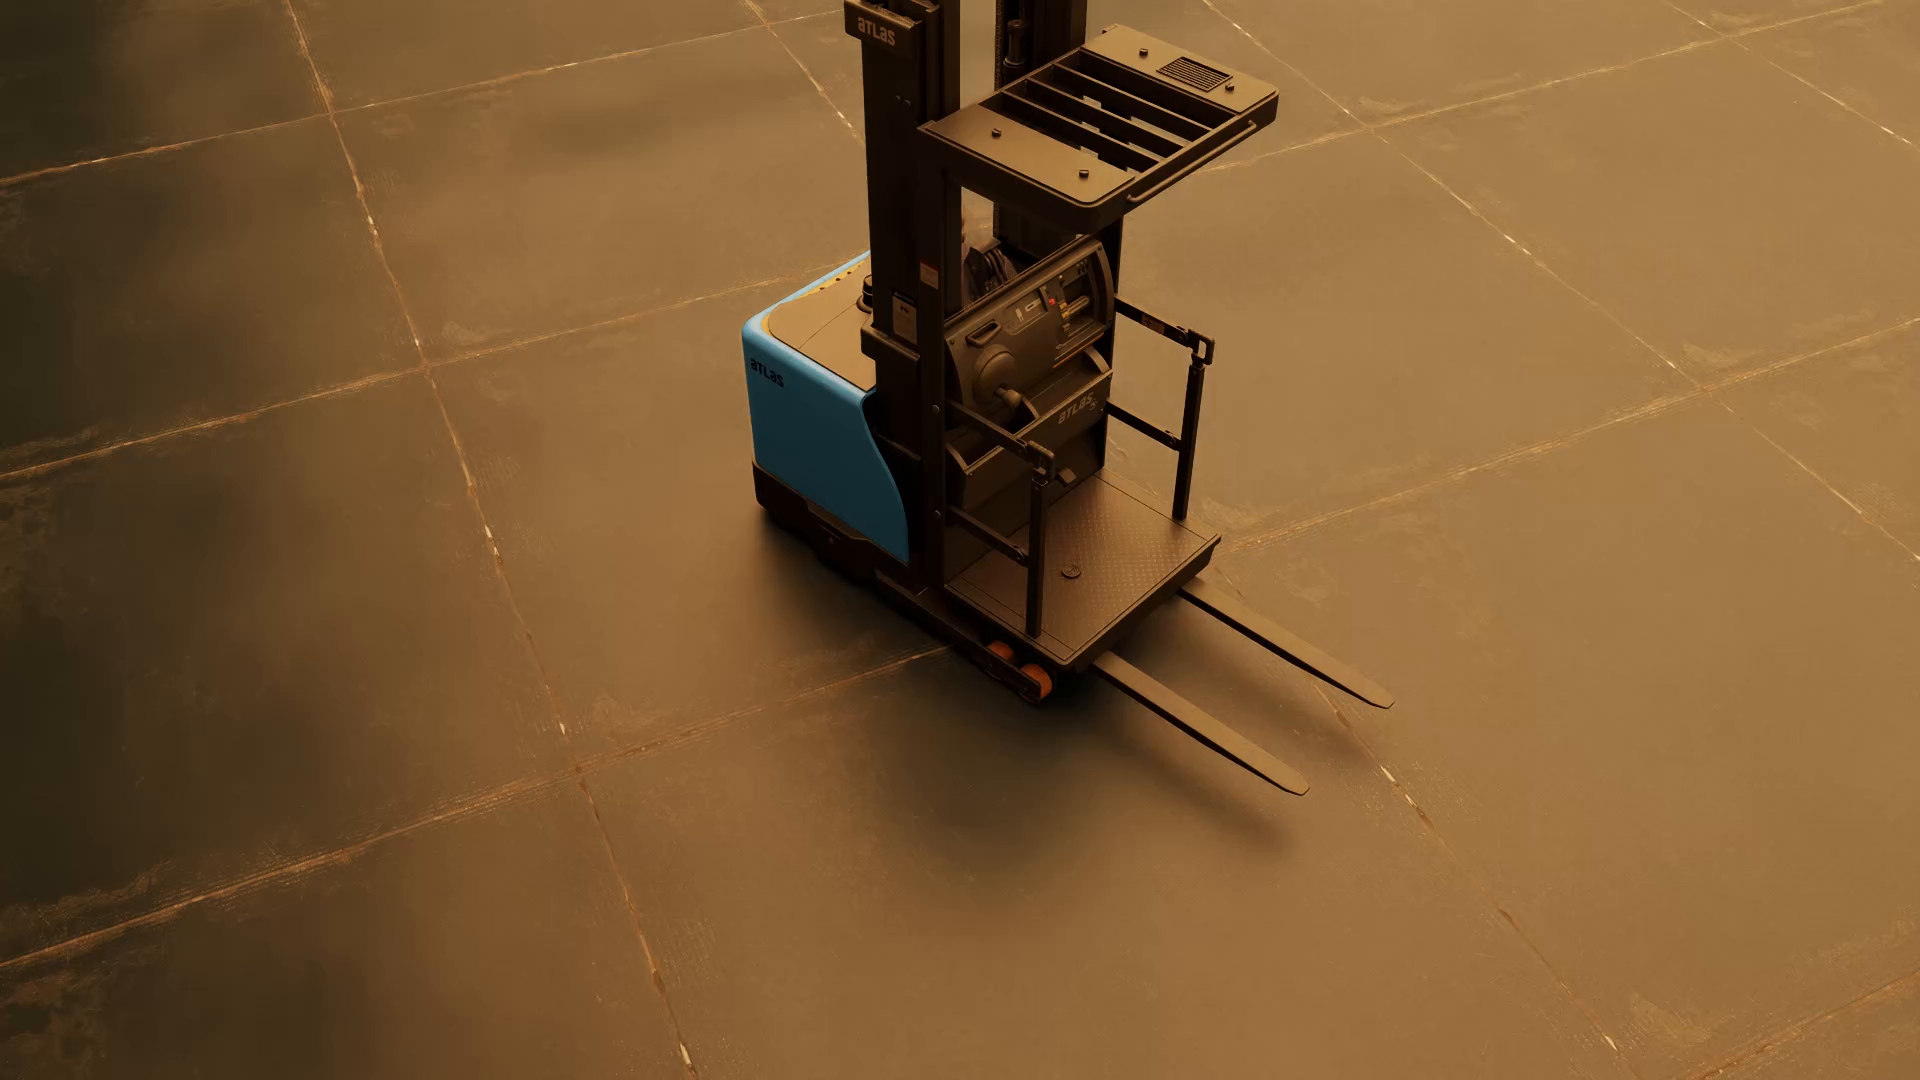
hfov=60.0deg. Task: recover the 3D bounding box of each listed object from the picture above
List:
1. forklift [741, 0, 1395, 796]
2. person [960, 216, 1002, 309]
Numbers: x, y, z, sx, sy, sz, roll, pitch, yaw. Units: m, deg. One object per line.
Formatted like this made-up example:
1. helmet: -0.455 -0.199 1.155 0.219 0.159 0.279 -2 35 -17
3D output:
1. forklift: 0.445 -0.788 6.525 3.031 2.935 1.130 32 52 30
2. person: -0.016 -0.737 7.174 0.561 1.651 0.372 -20 47 -20
